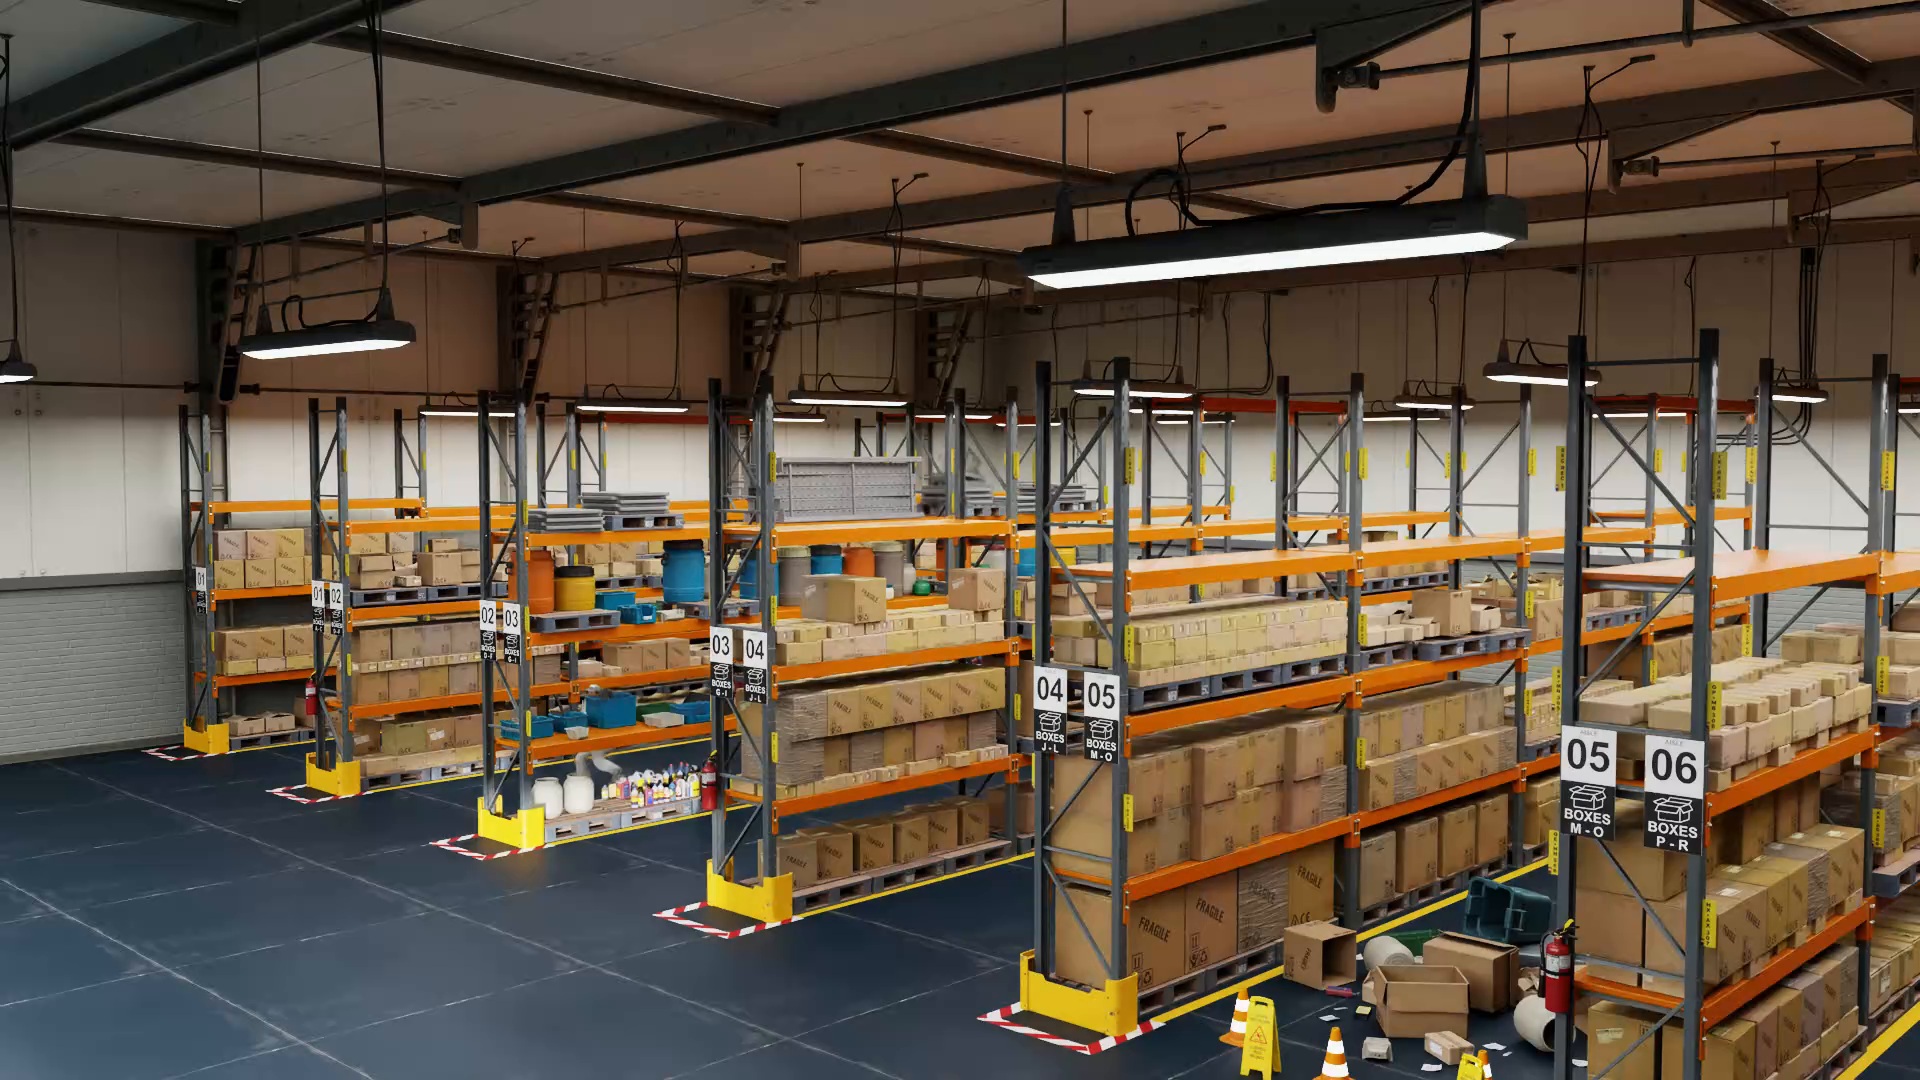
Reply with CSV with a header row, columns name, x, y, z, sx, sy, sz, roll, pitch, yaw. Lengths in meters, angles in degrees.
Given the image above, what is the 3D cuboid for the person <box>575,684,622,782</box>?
name,x,y,z,sx,sy,sz,roll,pitch,yaw
person,-5.568,3.007,25.293,0.585,1.637,0.843,2,4,37
